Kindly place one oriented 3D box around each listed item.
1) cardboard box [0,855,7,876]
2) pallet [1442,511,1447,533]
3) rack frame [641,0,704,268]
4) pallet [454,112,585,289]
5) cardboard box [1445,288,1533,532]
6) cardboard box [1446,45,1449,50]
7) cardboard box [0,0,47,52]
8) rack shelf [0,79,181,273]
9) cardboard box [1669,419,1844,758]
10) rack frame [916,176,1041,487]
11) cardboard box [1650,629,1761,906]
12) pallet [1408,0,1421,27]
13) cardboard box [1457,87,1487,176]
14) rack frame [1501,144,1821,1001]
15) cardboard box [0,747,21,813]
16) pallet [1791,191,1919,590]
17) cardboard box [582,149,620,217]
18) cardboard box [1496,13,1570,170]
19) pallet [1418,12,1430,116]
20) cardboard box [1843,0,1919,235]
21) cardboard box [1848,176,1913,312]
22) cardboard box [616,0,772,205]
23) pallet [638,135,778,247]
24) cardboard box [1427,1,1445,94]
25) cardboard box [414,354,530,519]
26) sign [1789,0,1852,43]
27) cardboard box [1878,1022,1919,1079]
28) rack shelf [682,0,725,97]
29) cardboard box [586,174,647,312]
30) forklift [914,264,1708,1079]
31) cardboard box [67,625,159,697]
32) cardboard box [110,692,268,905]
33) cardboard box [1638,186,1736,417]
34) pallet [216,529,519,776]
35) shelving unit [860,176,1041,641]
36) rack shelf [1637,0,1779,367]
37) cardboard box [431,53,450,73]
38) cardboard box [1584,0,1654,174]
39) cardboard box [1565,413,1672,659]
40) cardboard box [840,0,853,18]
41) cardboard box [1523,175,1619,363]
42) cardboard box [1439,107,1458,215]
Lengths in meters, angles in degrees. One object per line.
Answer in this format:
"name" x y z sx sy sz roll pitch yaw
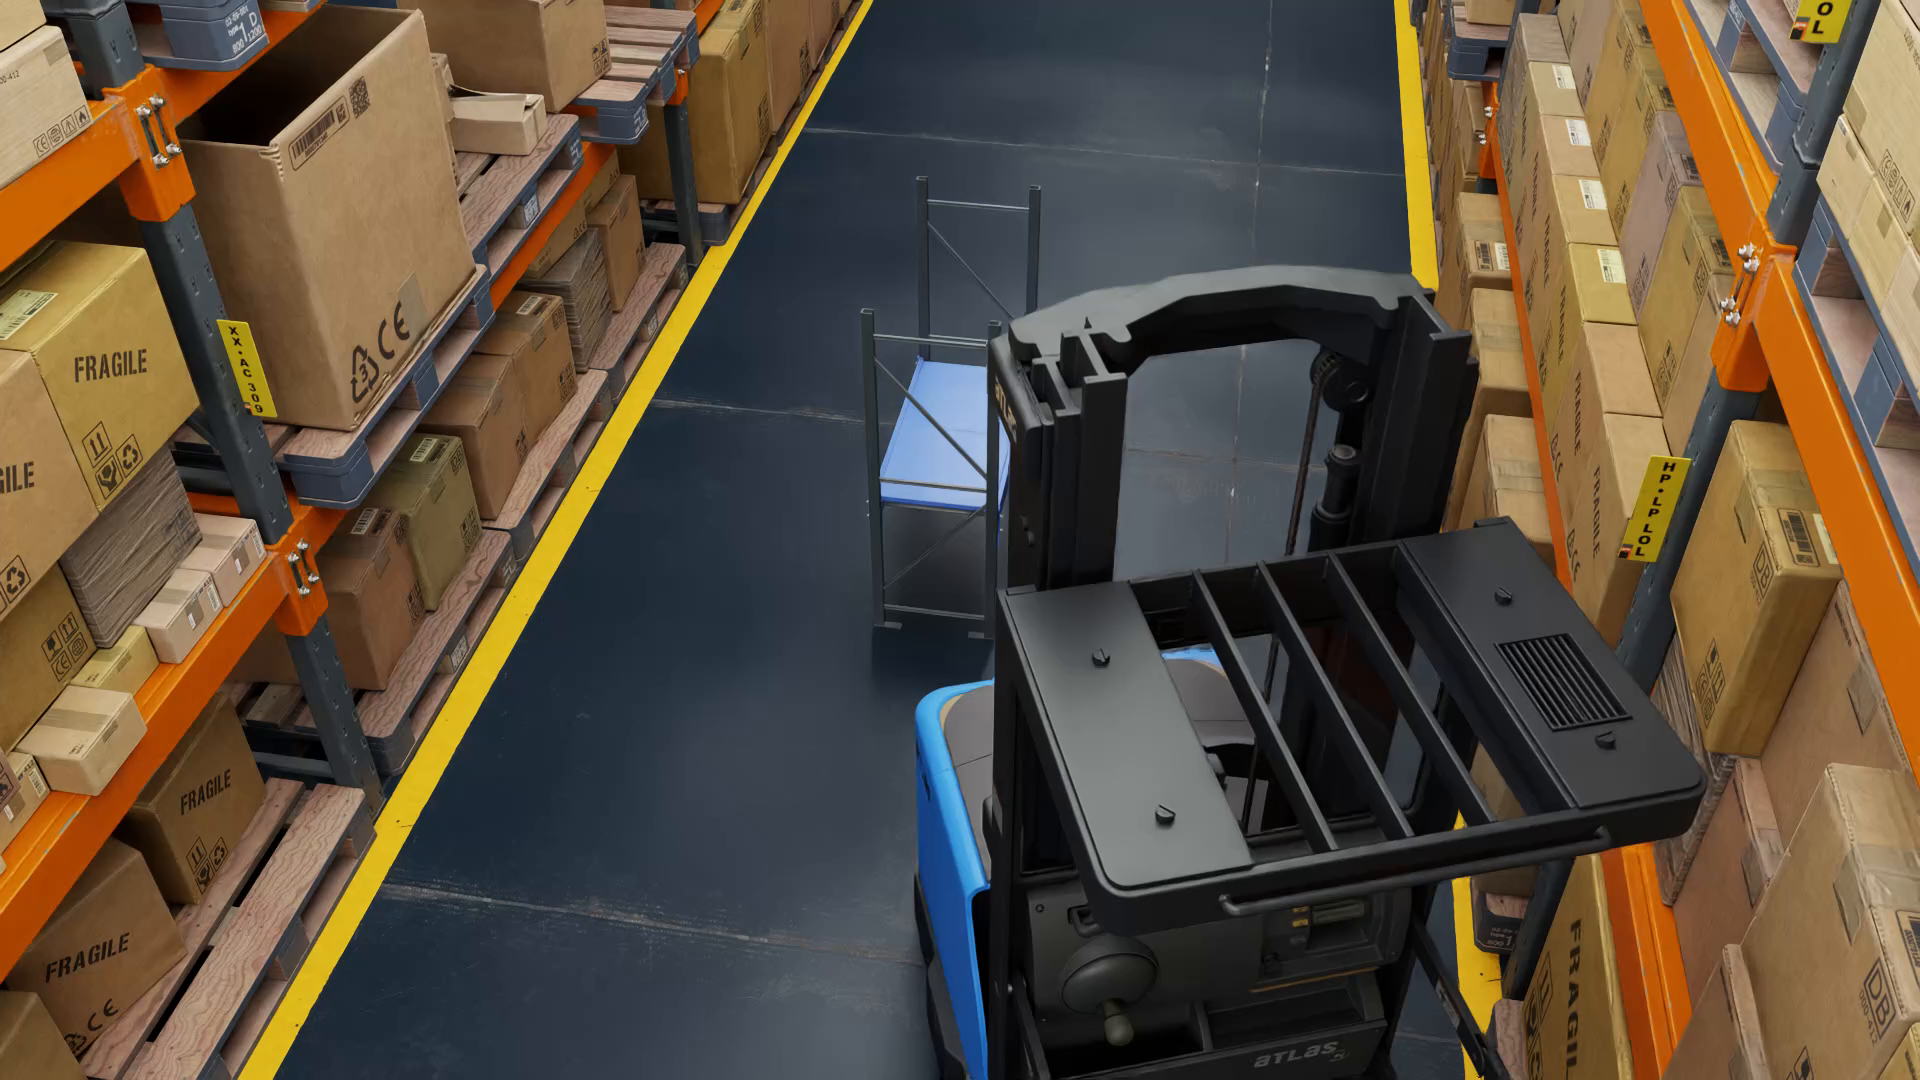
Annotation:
"cardboard box" -2.614 0.828 4.092 0.380 0.149 0.250 6 40 8
"pallet" 2.535 0.209 6.831 1.003 0.211 1.213 6 40 8
"rack frame" -1.909 -2.726 8.193 1.000 3.000 0.127 6 40 8
"pallet" -2.211 -1.405 6.746 1.003 0.211 1.213 6 40 8
"cardboard box" 2.617 -0.489 6.923 1.050 0.750 0.750 7 40 8
"cardboard box" 3.080 -3.025 9.598 0.500 0.250 0.500 8 40 9
"cardboard box" -2.373 -1.231 3.836 0.380 0.149 0.250 8 40 9
"rack shelf" -2.947 0.161 2.912 1.077 0.370 4.000 6 40 8
"cardboard box" 2.169 0.149 3.751 0.875 0.550 0.550 6 40 8
"rack frame" 0.073 -0.844 7.093 0.500 1.500 0.032 6 40 8
"cardboard box" 2.214 0.570 4.089 0.875 0.550 0.550 6 40 8
"pallet" 3.732 -3.976 11.894 1.003 0.211 1.213 6 40 8
"cardboard box" 2.819 -2.061 8.432 0.500 0.250 0.500 6 40 7
"rack frame" 2.266 0.395 4.418 1.000 3.000 0.127 6 40 8
"cardboard box" -2.849 0.542 3.929 0.875 0.500 0.500 6 40 8
"pallet" 2.115 -0.215 2.871 1.003 0.211 1.213 6 40 8
"cardboard box" -1.995 -1.797 8.098 0.500 0.250 0.500 8 40 9
"cardboard box" 2.615 -1.902 7.118 0.500 0.500 0.500 7 40 8
"pallet" 3.517 -3.062 10.788 1.003 0.211 1.213 6 40 8
"cardboard box" 1.906 -0.742 2.916 0.500 0.250 0.500 7 40 8
"cardboard box" 1.826 -0.511 2.949 0.380 0.149 0.250 7 40 8
"cardboard box" -1.769 -2.500 9.257 1.225 0.875 0.875 5 40 6
"pallet" -1.698 -2.138 9.670 1.003 0.211 1.213 6 40 8
"cardboard box" 3.172 -3.058 10.226 0.500 0.500 0.500 8 40 10
"cardboard box" -2.276 -0.453 7.060 0.700 0.500 0.500 3 40 4
"sign" 1.730 -1.135 3.262 0.100 0.325 0.005 6 40 8
"cardboard box" 1.875 1.164 2.523 0.875 0.550 0.500 6 40 8
"rack shelf" -1.563 -3.704 9.940 1.077 0.370 4.000 6 40 8
"cardboard box" -2.005 -1.509 8.338 0.700 0.500 0.500 4 40 5
"forklift" 0.664 1.004 3.735 1.130 2.935 3.031 -8 40 -9
"cardboard box" -2.504 0.355 4.664 0.380 0.149 0.250 6 40 8
"cardboard box" -2.710 0.833 5.521 0.500 0.500 0.500 5 40 6
"cardboard box" 2.434 -0.664 4.836 0.700 0.500 0.500 6 40 7
"pallet" -2.468 0.371 6.636 1.003 0.211 1.213 6 40 8
"shelving unit" -0.015 -0.524 6.707 0.538 1.500 1.048 6 40 8
"rack shelf" 2.612 -1.739 5.210 1.077 0.370 4.000 6 40 8
"cardboard box" -2.426 -1.803 6.865 0.500 0.250 0.500 5 40 6
"cardboard box" 2.698 -1.619 5.991 0.700 0.500 0.500 6 40 7
"cardboard box" 2.093 -0.001 4.818 0.500 0.500 0.500 6 40 7
"cardboard box" -1.308 -4.175 11.284 1.225 0.875 0.875 7 40 8
"cardboard box" 2.354 -0.954 5.971 0.500 0.500 0.500 6 40 7
"cardboard box" 2.909 -2.081 9.045 0.500 0.500 0.500 8 40 9
